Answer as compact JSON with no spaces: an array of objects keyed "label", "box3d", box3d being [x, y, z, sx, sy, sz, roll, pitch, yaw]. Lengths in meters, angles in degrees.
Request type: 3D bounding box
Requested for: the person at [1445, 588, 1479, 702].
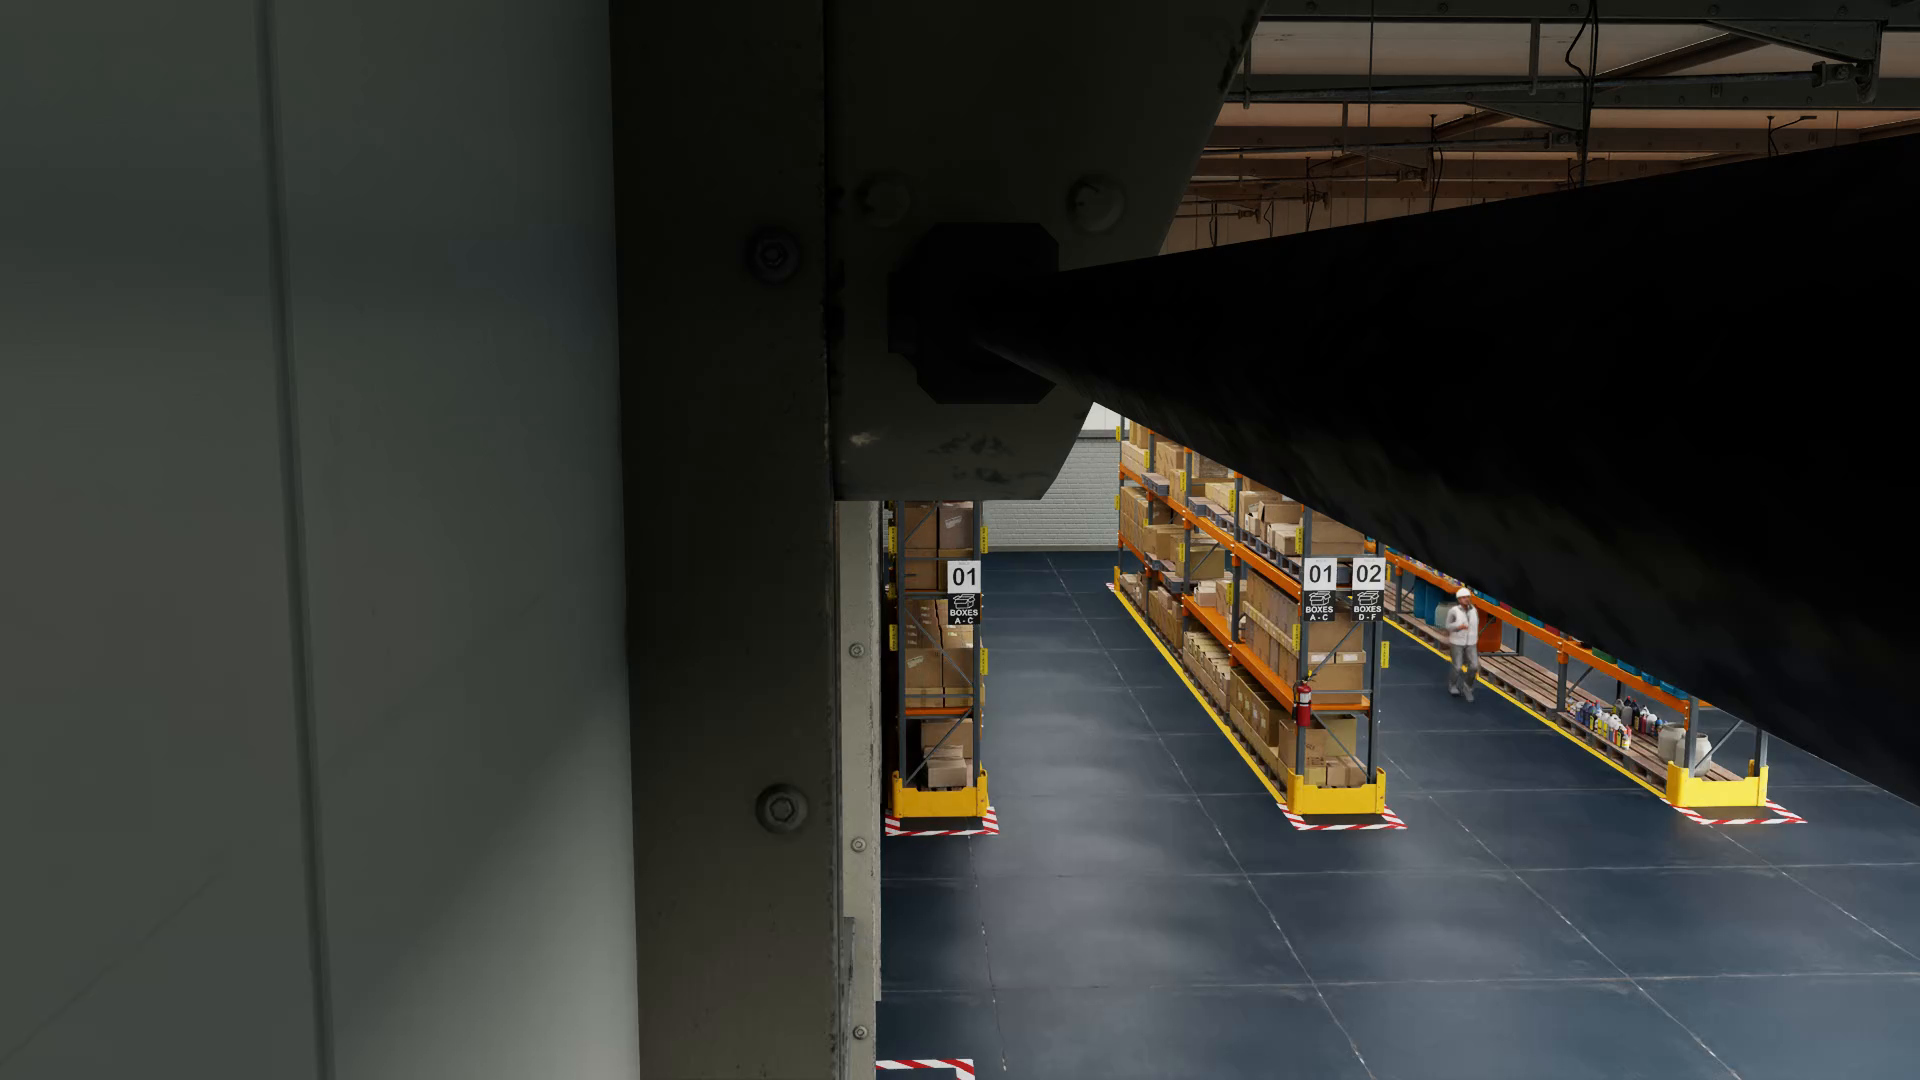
[{"label":"person","box3d":[8.005,1.670,26.417,0.637,1.817,0.711,-1,8,-4]}]
